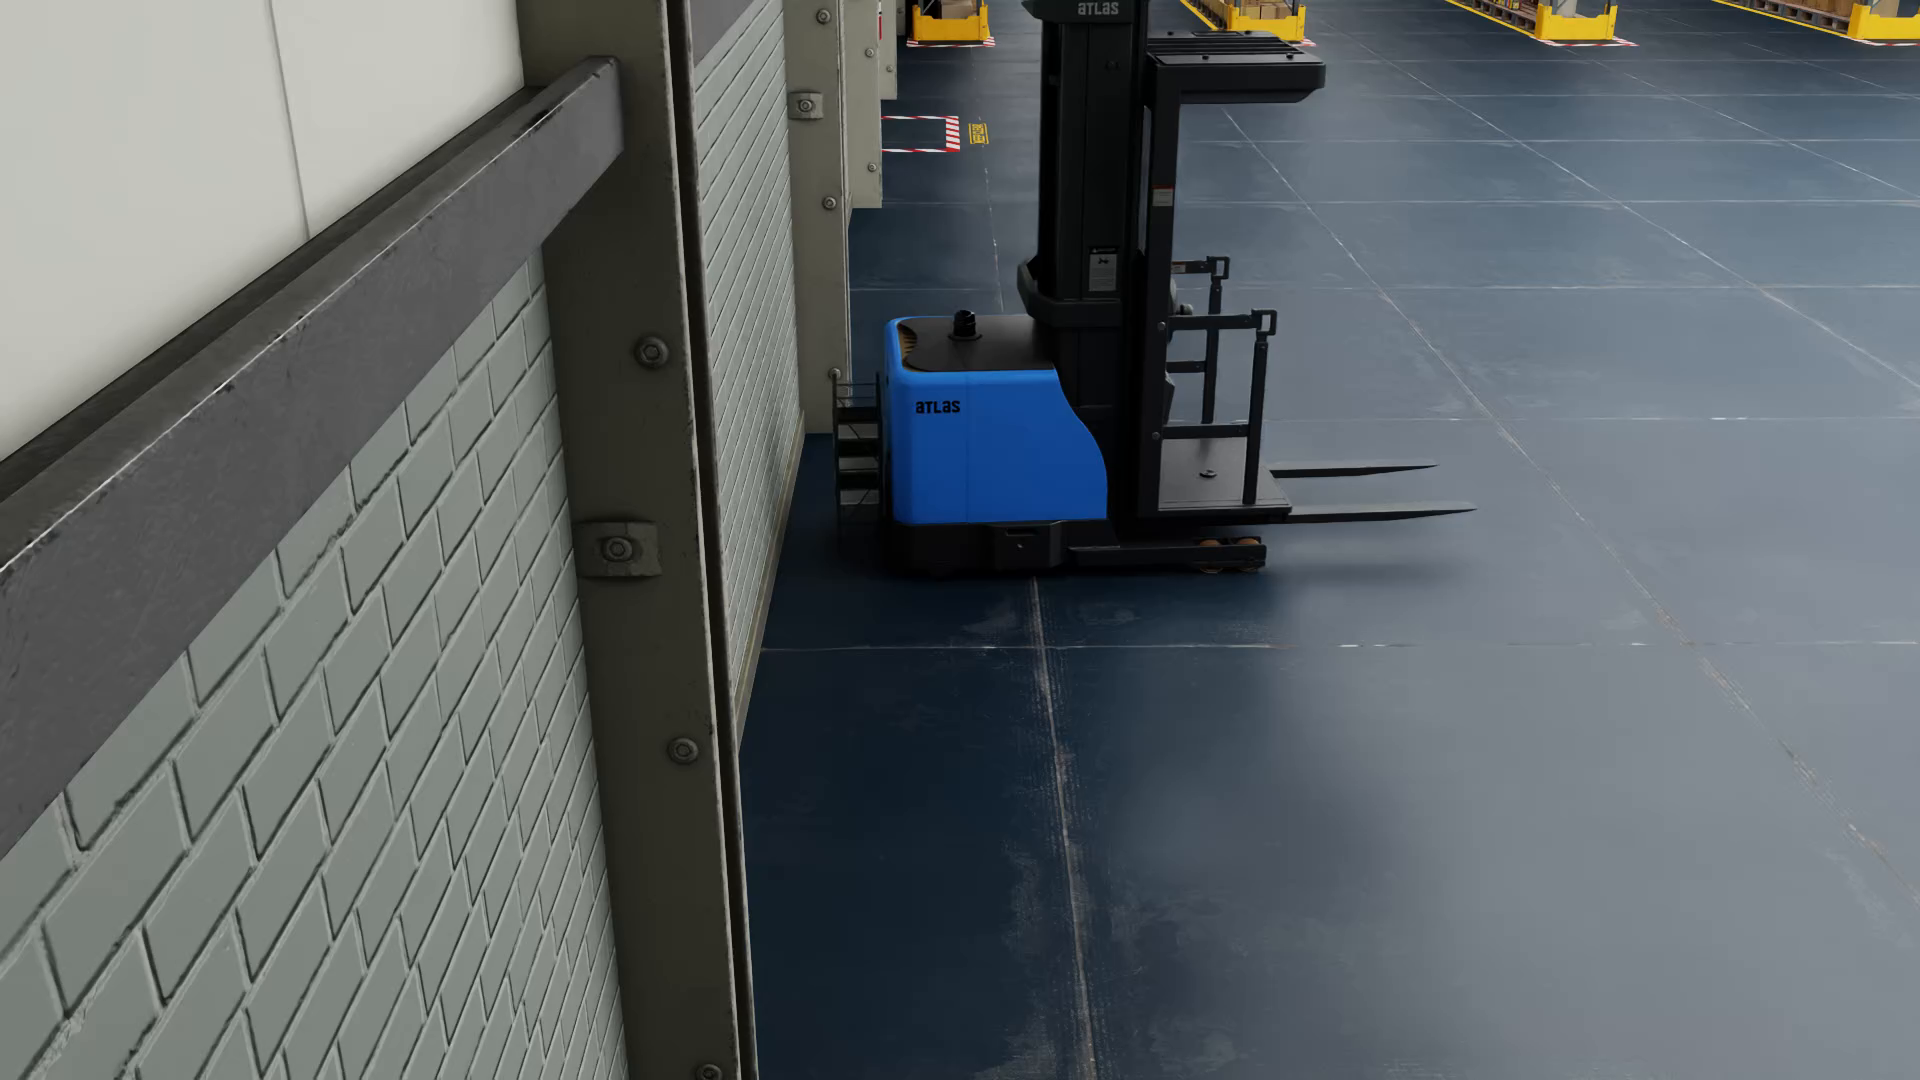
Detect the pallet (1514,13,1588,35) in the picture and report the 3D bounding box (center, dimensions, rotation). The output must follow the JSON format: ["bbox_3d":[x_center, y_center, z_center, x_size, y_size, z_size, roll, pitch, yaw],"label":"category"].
[{"bbox_3d":[9.698,-8.376,27.014,1.003,0.211,1.213,0,24,-1],"label":"pallet"}]

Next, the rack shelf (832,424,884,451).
[{"bbox_3d":[-0.521,-0.530,8.474,0.258,0.077,0.200,-2,24,-4],"label":"rack shelf"}]

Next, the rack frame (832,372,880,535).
[{"bbox_3d":[-0.529,-0.439,8.627,0.240,0.900,0.006,-2,24,-4],"label":"rack frame"}]

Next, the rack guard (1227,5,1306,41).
[{"bbox_3d":[4.796,-8.111,26.078,1.175,0.500,0.348,0,24,-1],"label":"rack guard"}]

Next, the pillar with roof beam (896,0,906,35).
[{"bbox_3d":[3.275,-12.274,24.968,9.100,9.000,0.400,0,24,-1],"label":"pillar with roof beam"}]

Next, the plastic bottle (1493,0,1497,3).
[{"bbox_3d":[9.262,-9.412,28.682,0.061,0.283,0.133,1,24,2],"label":"plastic bottle"}]

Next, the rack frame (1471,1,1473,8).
[{"bbox_3d":[9.705,-10.929,29.275,1.000,3.000,0.127,0,24,-1],"label":"rack frame"}]

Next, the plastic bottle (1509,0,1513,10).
[{"bbox_3d":[9.271,-9.047,27.875,0.061,0.283,0.133,0,24,1],"label":"plastic bottle"}]

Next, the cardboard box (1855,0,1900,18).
[{"bbox_3d":[14.712,-8.613,26.678,0.500,0.500,0.500,4,25,9],"label":"cardboard box"}]

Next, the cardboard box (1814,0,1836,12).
[{"bbox_3d":[14.683,-9.117,27.793,0.500,0.500,0.500,2,24,4],"label":"cardboard box"}]

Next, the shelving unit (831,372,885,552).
[{"bbox_3d":[-0.521,-0.397,8.535,0.258,0.900,0.210,-2,24,-4],"label":"shelving unit"}]

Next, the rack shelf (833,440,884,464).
[{"bbox_3d":[-0.521,-0.448,8.512,0.258,0.077,0.200,-2,24,-4],"label":"rack shelf"}]

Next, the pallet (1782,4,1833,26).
[{"bbox_3d":[14.717,-8.900,28.173,1.003,0.211,1.213,0,24,-1],"label":"pallet"}]

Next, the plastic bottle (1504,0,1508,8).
[{"bbox_3d":[9.314,-9.156,28.127,0.152,0.276,0.135,-1,24,-2],"label":"plastic bottle"}]

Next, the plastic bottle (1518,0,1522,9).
[{"bbox_3d":[9.422,-9.103,28.000,0.061,0.283,0.133,0,24,-1],"label":"plastic bottle"}]

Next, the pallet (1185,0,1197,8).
[{"bbox_3d":[4.705,-9.941,30.475,1.003,0.211,1.213,0,24,-1],"label":"pallet"}]

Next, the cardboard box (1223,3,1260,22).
[{"bbox_3d":[4.495,-8.418,26.551,0.500,0.250,0.500,0,24,-1],"label":"cardboard box"}]

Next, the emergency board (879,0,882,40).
[{"bbox_3d":[-0.976,-6.030,18.443,0.194,1.169,0.643,0,24,-1],"label":"emergency board"}]

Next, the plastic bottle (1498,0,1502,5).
[{"bbox_3d":[9.306,-9.335,28.431,0.144,0.351,0.185,0,24,-1],"label":"plastic bottle"}]

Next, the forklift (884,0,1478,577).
[{"bbox_3d":[1.136,-1.383,8.251,3.031,2.935,1.130,-2,24,-4],"label":"forklift"}]

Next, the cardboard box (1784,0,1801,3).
[{"bbox_3d":[14.636,-9.603,28.866,0.500,0.500,0.500,8,25,16],"label":"cardboard box"}]

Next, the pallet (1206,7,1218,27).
[{"bbox_3d":[4.735,-8.806,27.965,1.003,0.211,1.213,0,24,-1],"label":"pallet"}]

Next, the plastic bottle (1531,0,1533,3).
[{"bbox_3d":[9.904,-9.405,28.667,0.061,0.283,0.133,0,24,-1],"label":"plastic bottle"}]

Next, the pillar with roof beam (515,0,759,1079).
[{"bbox_3d":[3.537,-2.384,3.102,9.100,9.000,0.400,0,24,-1],"label":"pillar with roof beam"}]

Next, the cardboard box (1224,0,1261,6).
[{"bbox_3d":[4.493,-8.760,26.396,0.500,0.500,0.500,0,24,-1],"label":"cardboard box"}]

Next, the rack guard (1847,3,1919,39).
[{"bbox_3d":[14.701,-8.196,26.264,1.175,0.500,0.348,0,24,-1],"label":"rack guard"}]

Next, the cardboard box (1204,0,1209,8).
[{"bbox_3d":[4.455,-9.243,28.373,0.500,0.250,0.500,0,24,-1],"label":"cardboard box"}]

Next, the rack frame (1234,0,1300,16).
[{"bbox_3d":[4.796,-9.260,25.585,1.000,3.000,0.127,0,24,-1],"label":"rack frame"}]

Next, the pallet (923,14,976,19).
[{"bbox_3d":[-0.132,-8.332,26.917,1.003,0.211,1.213,0,24,-1],"label":"pallet"}]

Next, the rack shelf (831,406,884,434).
[{"bbox_3d":[-0.521,-0.612,8.437,0.258,0.077,0.200,-2,24,-4],"label":"rack shelf"}]

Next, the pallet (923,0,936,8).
[{"bbox_3d":[-0.158,-9.338,29.140,1.003,0.211,1.213,0,24,-1],"label":"pallet"}]

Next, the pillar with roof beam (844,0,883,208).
[{"bbox_3d":[3.406,-7.329,14.035,9.100,9.000,0.400,0,24,-1],"label":"pillar with roof beam"}]

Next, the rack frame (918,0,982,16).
[{"bbox_3d":[-0.157,-9.236,25.532,1.000,3.000,0.127,0,24,-1],"label":"rack frame"}]

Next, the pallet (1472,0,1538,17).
[{"bbox_3d":[9.671,-9.382,29.237,1.003,0.211,1.213,0,24,-1],"label":"pallet"}]

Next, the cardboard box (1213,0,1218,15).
[{"bbox_3d":[4.470,-8.830,27.462,0.500,0.250,0.500,0,24,-1],"label":"cardboard box"}]

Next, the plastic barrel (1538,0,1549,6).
[{"bbox_3d":[9.660,-8.816,27.112,0.421,0.512,0.421,0,24,0],"label":"plastic barrel"}]
